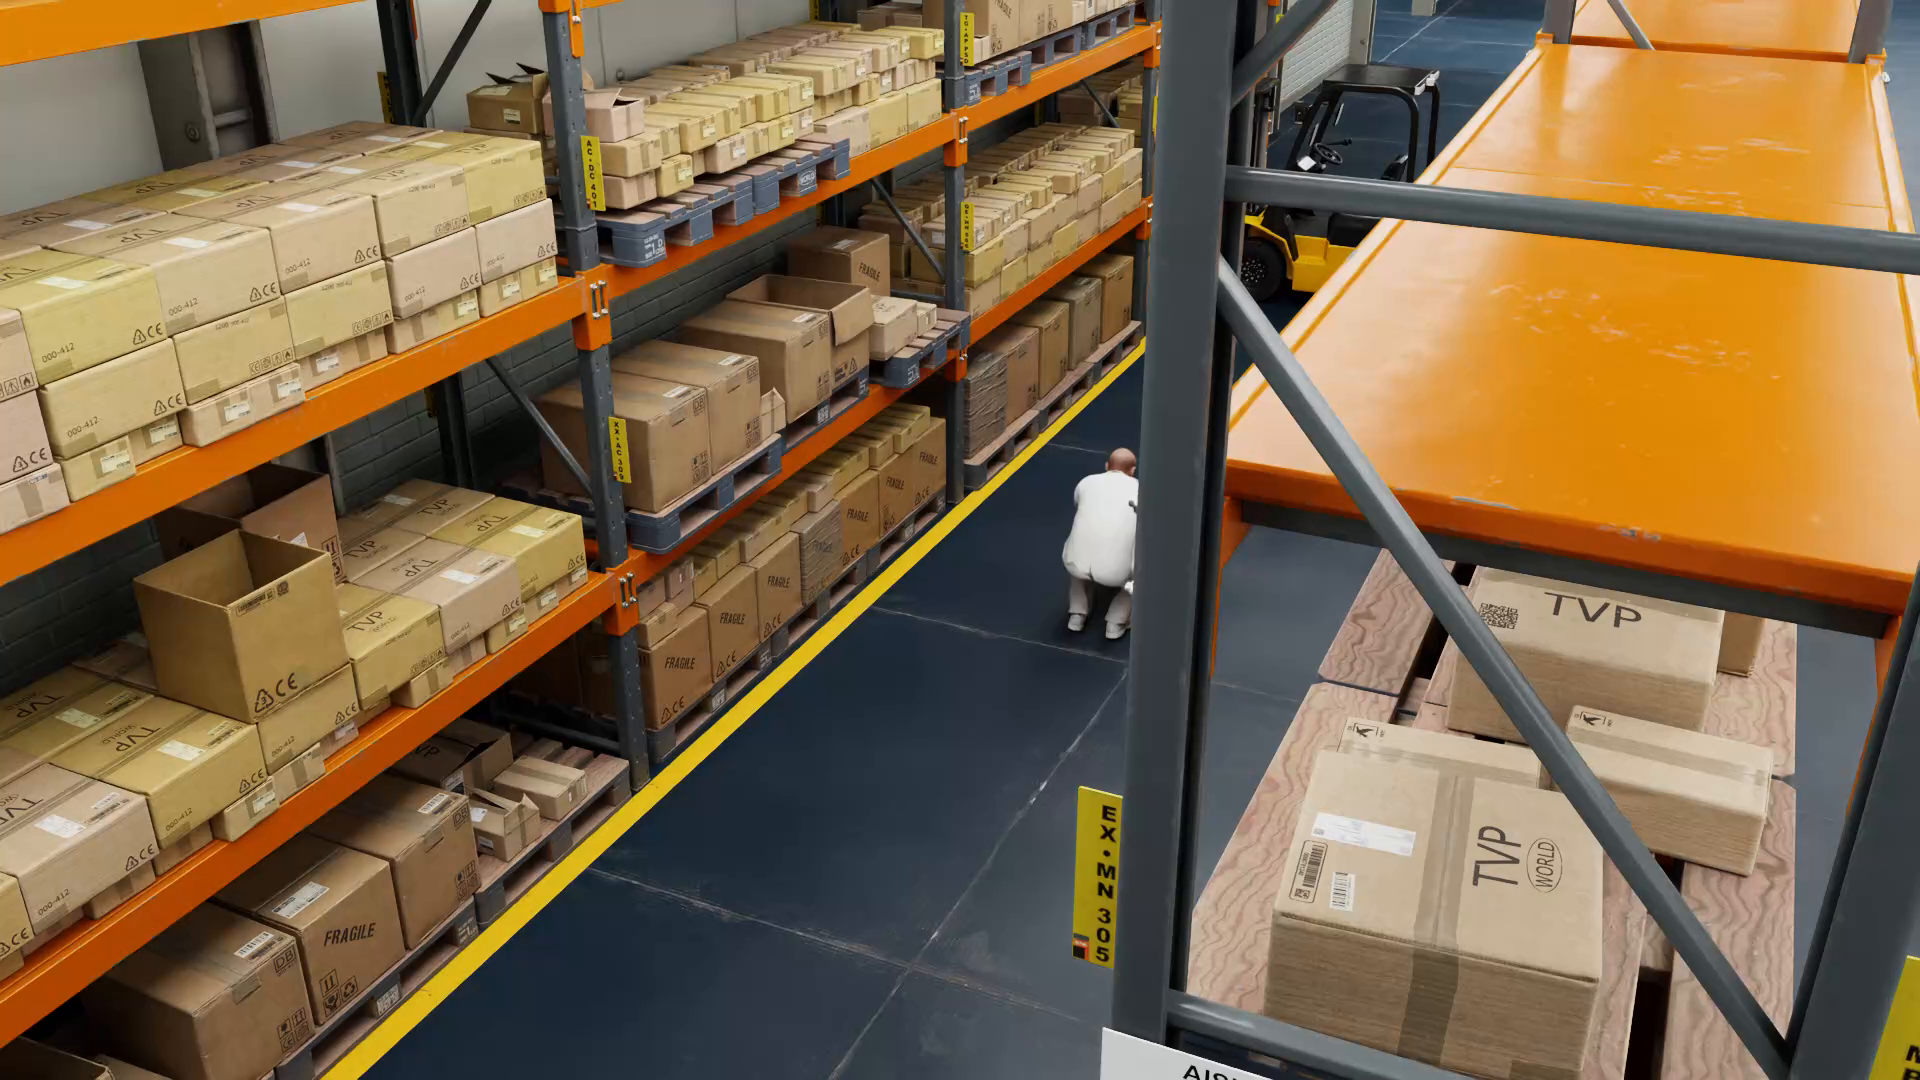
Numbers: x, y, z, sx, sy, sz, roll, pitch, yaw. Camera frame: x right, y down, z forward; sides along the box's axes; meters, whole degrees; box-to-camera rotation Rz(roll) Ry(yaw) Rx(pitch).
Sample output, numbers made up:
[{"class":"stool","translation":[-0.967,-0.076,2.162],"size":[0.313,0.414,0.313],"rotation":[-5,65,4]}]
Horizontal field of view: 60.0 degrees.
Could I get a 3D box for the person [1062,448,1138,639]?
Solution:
[{"class":"person","translation":[0.946,0.024,10.326],"size":[0.577,0.984,0.930],"rotation":[11,28,21]}]
